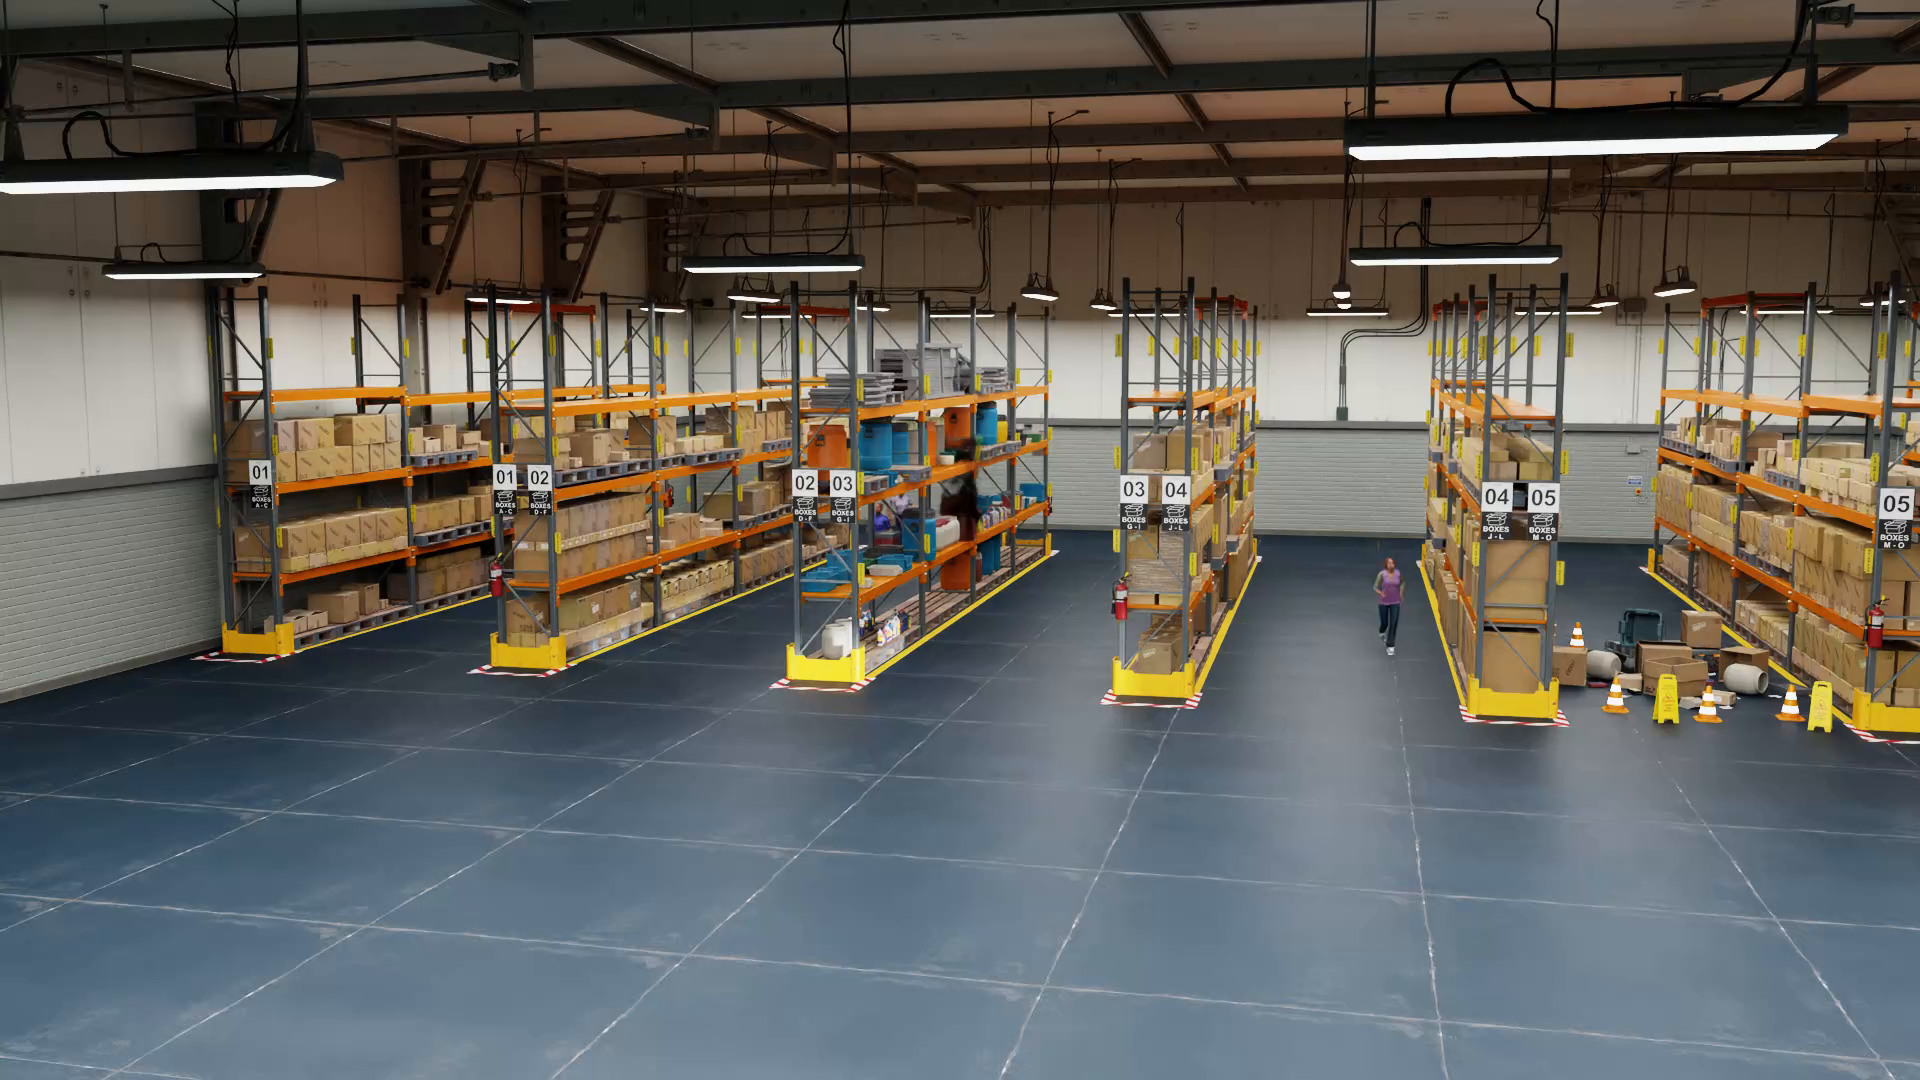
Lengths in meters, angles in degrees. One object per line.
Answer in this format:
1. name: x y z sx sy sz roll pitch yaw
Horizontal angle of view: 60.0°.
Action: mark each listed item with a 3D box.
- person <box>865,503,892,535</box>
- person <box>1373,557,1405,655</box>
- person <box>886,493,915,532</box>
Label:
1. person: -1.666 0.066 33.515 0.571 1.633 0.537 1 7 10
2. person: 7.097 1.063 27.497 0.539 1.591 0.831 1 7 5
3. person: -1.449 -0.533 41.307 0.735 1.602 0.527 -2 7 -18
